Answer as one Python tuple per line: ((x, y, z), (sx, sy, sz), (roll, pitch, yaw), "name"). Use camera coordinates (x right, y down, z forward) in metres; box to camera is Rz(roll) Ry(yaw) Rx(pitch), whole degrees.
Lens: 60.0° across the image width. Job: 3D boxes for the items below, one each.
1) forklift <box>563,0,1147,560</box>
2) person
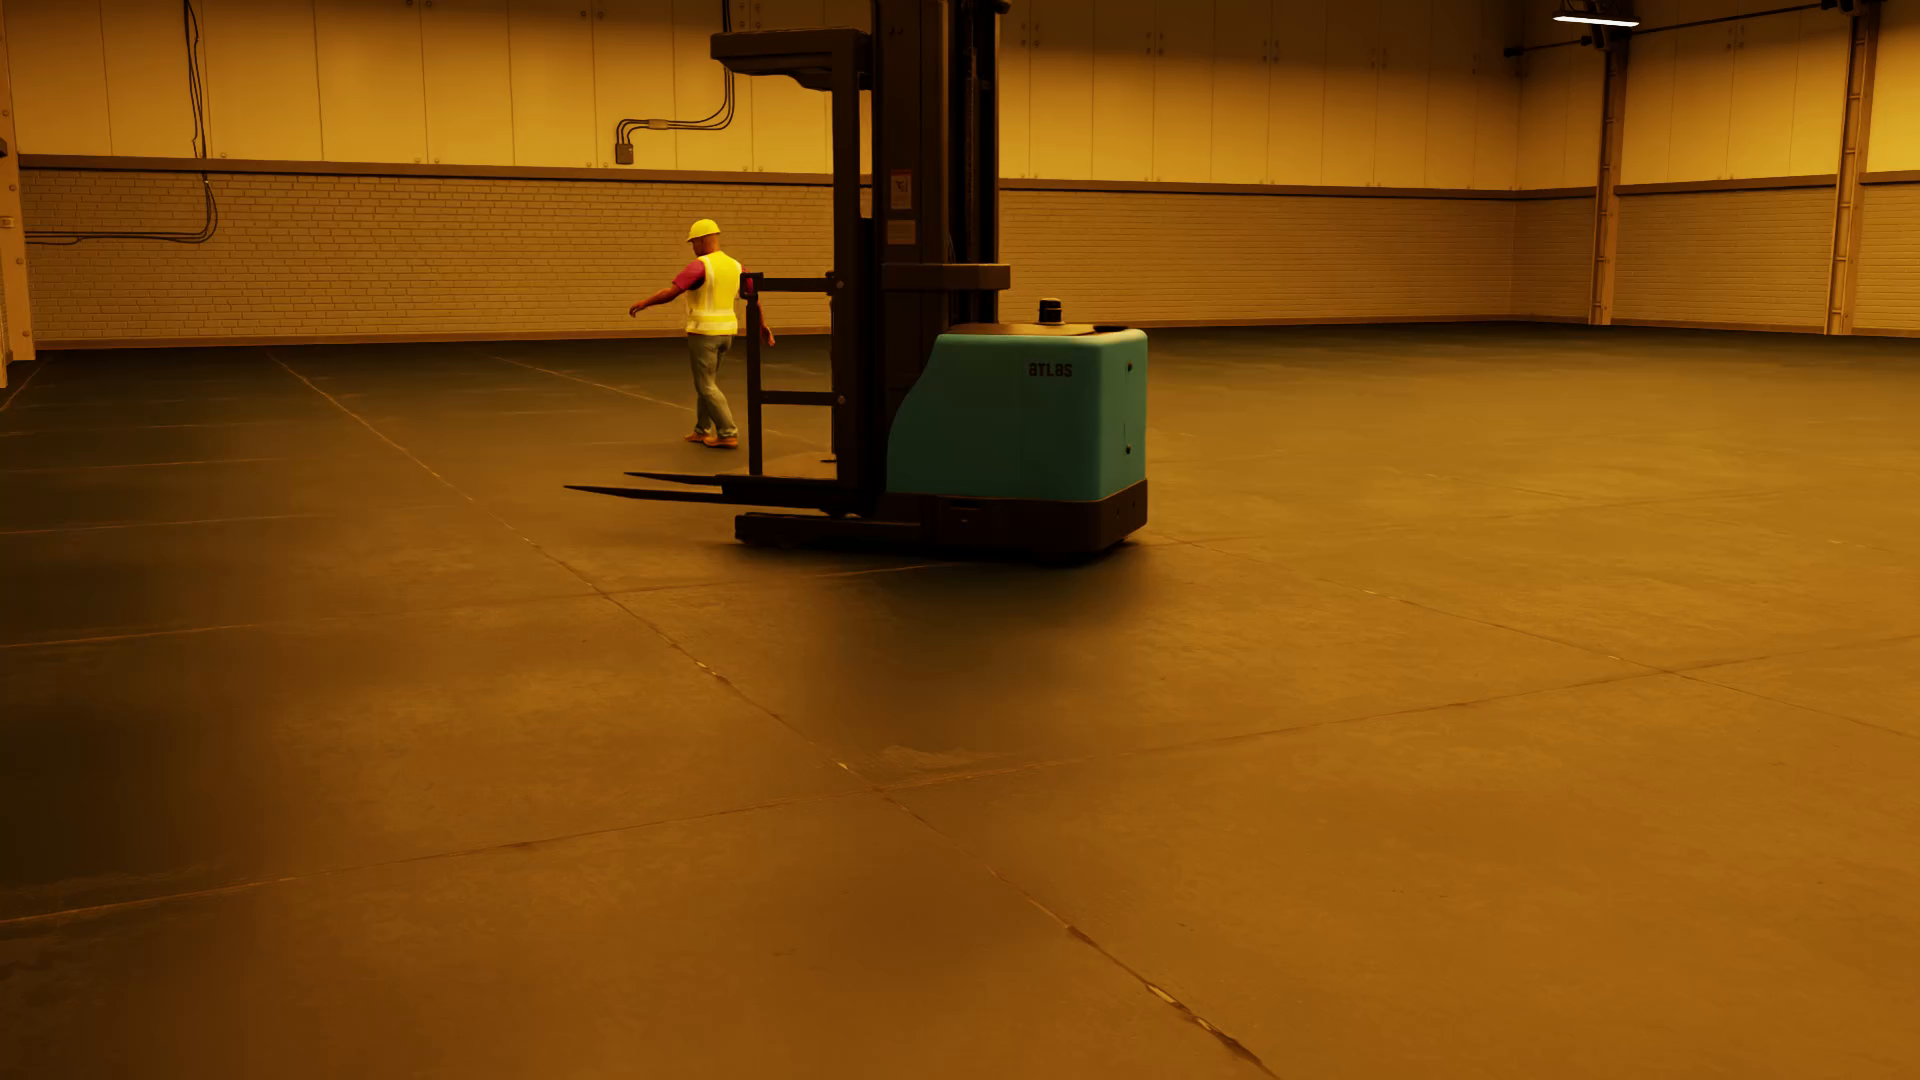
((-0.602, -1.479, 8.519), (3.031, 2.935, 1.130), (4, 10, 20), "forklift")
((-1.962, -1.606, 12.924), (0.756, 1.742, 1.025), (6, 11, 32), "person")
